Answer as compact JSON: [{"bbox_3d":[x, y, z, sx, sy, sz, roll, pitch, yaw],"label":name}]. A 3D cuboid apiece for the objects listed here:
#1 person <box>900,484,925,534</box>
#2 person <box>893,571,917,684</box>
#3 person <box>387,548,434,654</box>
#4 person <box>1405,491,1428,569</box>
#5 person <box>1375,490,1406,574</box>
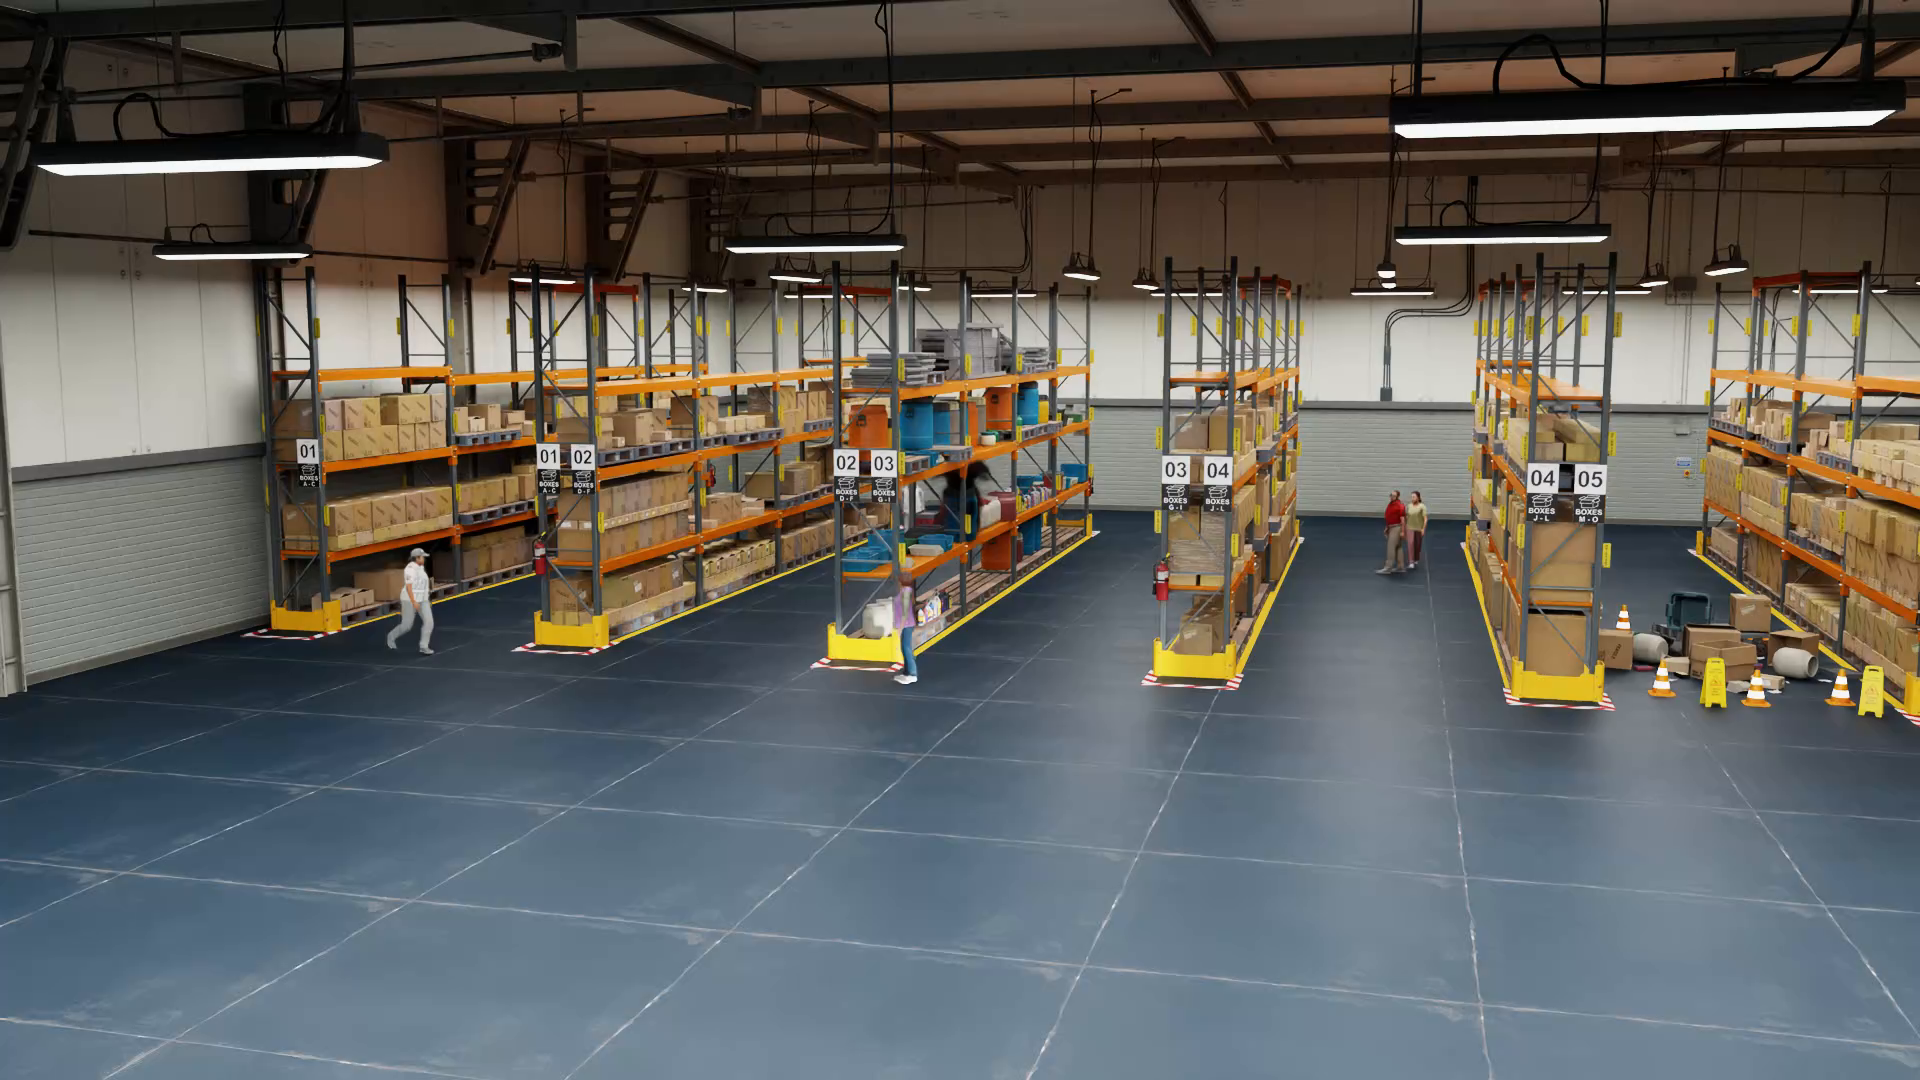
[{"bbox_3d":[-1.095,-0.637,37.777,0.629,1.733,1.066,1,7,11],"label":"person"},{"bbox_3d":[-0.775,1.227,23.542,0.333,1.603,0.460,-1,7,-6],"label":"person"},{"bbox_3d":[-8.480,0.932,25.694,0.774,1.625,0.497,4,8,30],"label":"person"},{"bbox_3d":[9.557,-0.221,34.830,0.427,1.618,1.061,1,7,11],"label":"person"},{"bbox_3d":[8.843,-0.180,34.139,0.638,1.715,0.558,1,7,6],"label":"person"}]
